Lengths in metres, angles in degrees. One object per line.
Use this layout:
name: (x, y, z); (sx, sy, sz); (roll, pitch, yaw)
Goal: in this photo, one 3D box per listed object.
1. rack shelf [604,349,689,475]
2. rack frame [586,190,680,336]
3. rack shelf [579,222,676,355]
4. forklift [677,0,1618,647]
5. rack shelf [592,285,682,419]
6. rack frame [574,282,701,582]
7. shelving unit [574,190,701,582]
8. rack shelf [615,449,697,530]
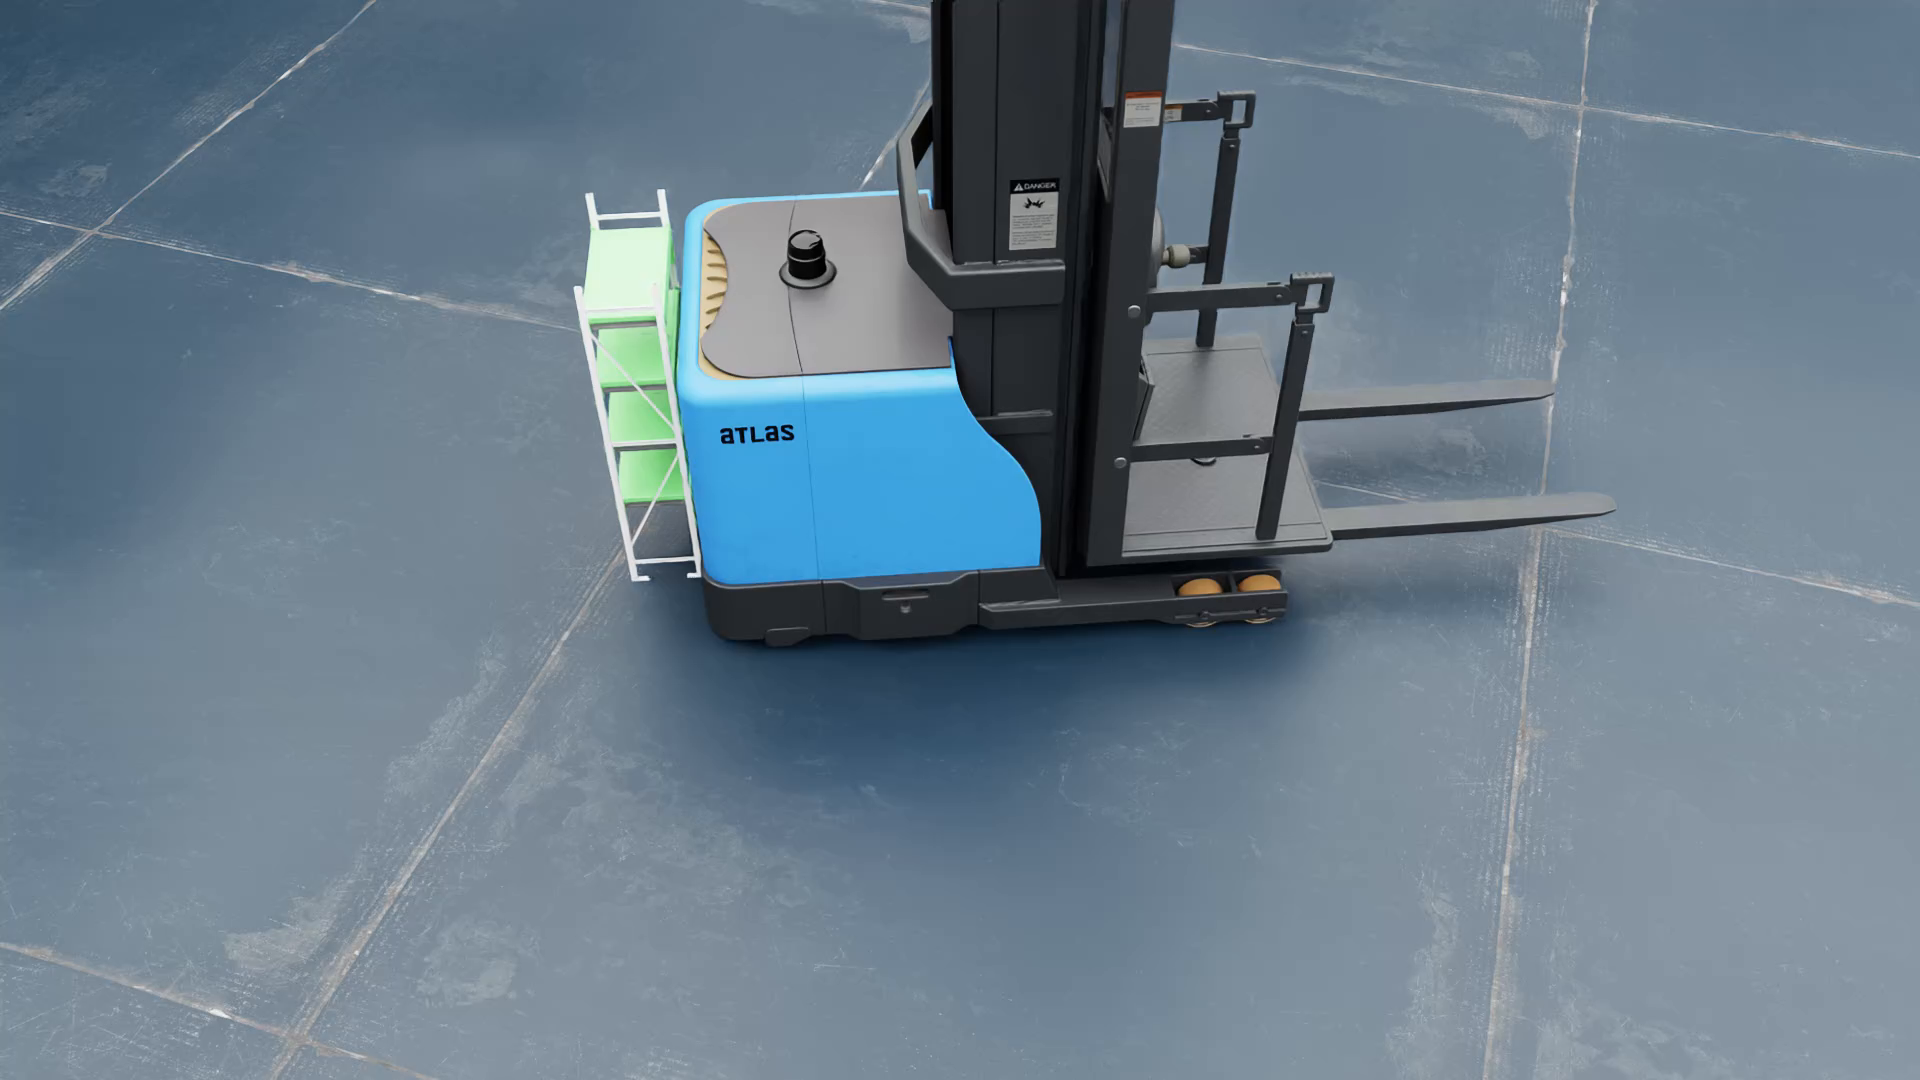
rack shelf: (-1.009, -0.426, 5.418); (0.258, 0.148, 0.480); (-4, 44, -4)
rack frame: (-1.032, -0.641, 5.547); (0.240, 1.200, 0.015); (-4, 44, -4)
rack shelf: (-1.010, -0.769, 5.082); (0.258, 0.148, 0.480); (-4, 44, -4)
forklift: (0.655, -1.129, 4.808); (3.031, 2.935, 1.130); (-4, 44, -4)
rack shelf: (-1.010, -0.597, 5.250); (0.258, 0.148, 0.480); (-4, 44, -4)
rack frame: (-0.987, -0.301, 5.200); (0.240, 1.200, 0.015); (-4, 44, -4)
shelving unit: (-1.009, -0.471, 5.374); (0.258, 1.200, 0.503); (-4, 44, -4)
rack shelf: (-1.009, -0.254, 5.586); (0.258, 0.148, 0.480); (-4, 44, -4)
